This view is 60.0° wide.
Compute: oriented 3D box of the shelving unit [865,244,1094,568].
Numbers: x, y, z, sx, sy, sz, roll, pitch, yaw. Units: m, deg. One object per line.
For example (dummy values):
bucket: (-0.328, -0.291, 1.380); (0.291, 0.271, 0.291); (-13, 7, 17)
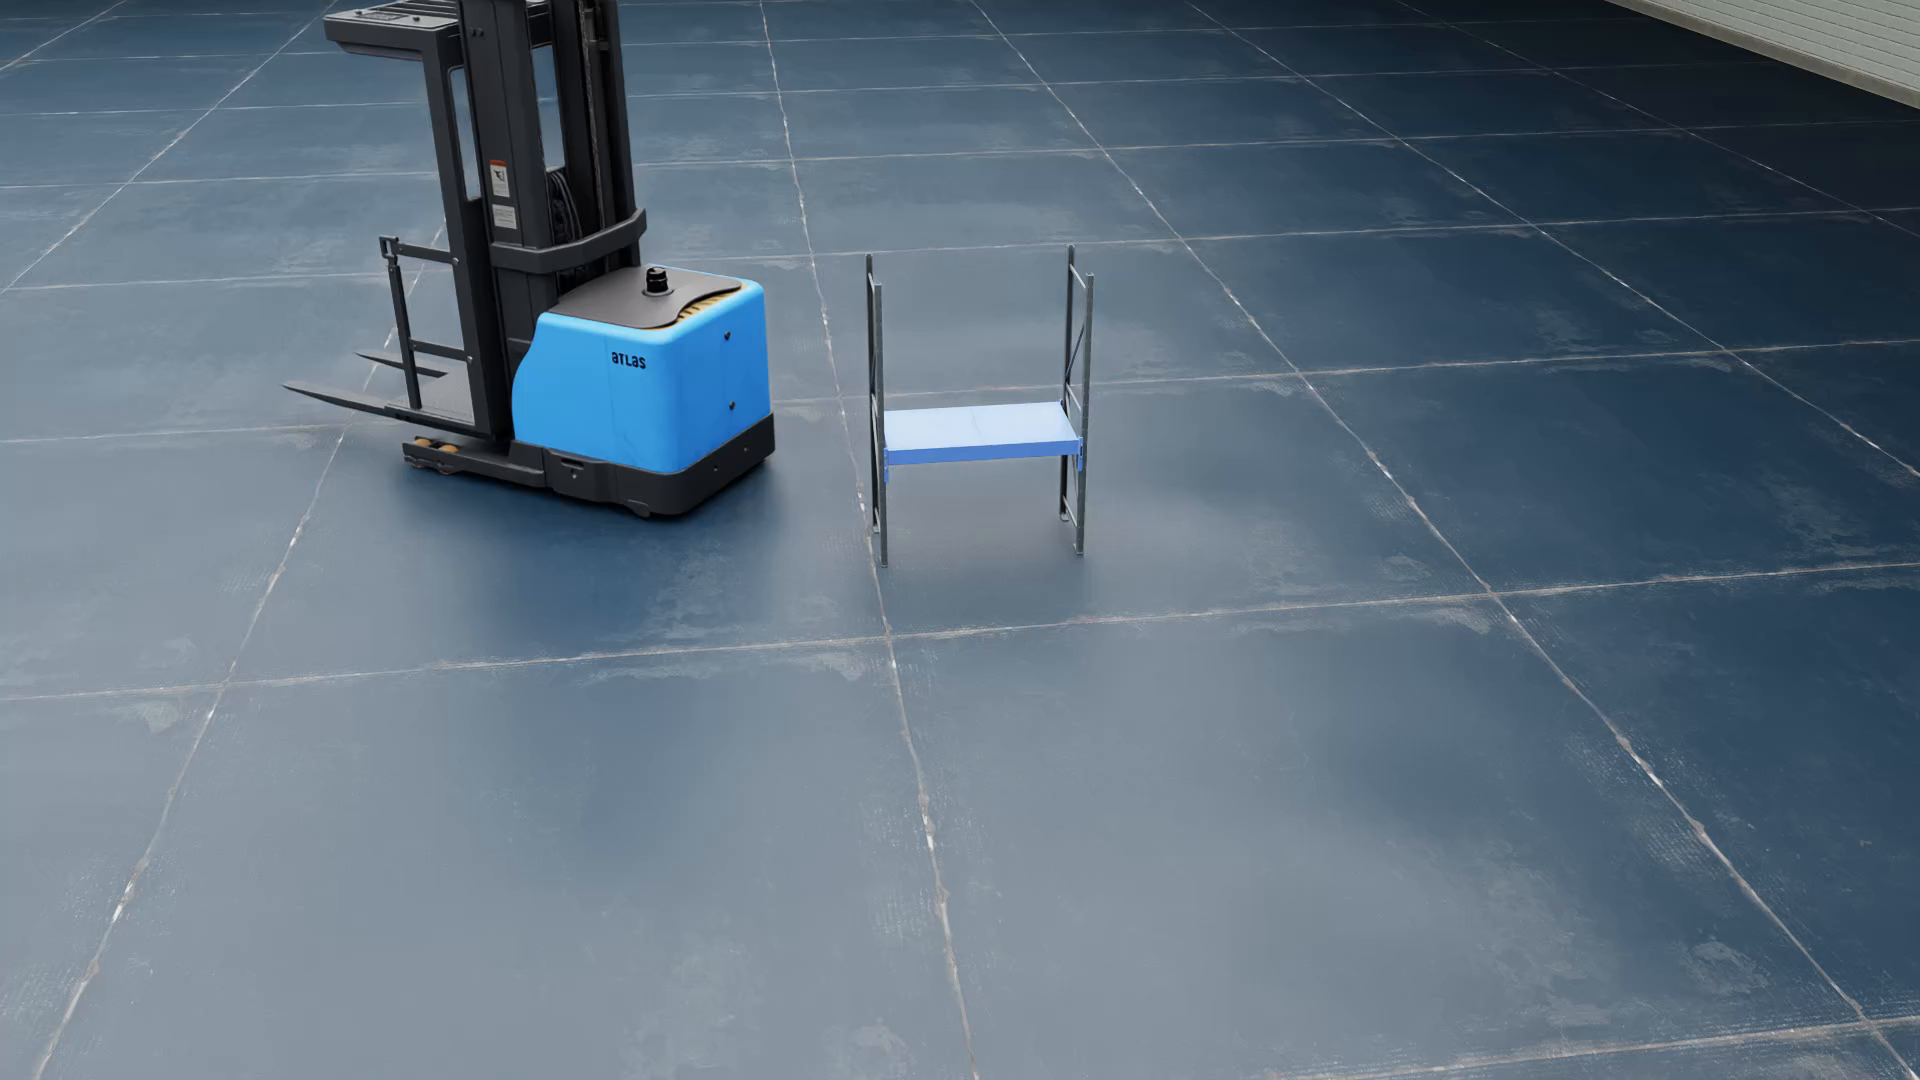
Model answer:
shelving unit: (0.084, -0.673, 8.418); (1.048, 1.500, 0.538); (-4, 27, -7)

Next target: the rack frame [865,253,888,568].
rack frame: (-0.419, -0.640, 8.355); (0.032, 1.500, 0.500); (-4, 27, -7)

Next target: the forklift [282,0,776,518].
forklift: (-2.620, -1.878, 9.199); (3.031, 2.935, 1.130); (13, 30, 23)

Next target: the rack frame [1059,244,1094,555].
rack frame: (0.588, -0.705, 8.481); (0.032, 1.500, 0.500); (-4, 27, -7)

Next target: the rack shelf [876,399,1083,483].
rack shelf: (0.084, -0.513, 8.500); (1.000, 0.185, 0.538); (-4, 27, -7)
